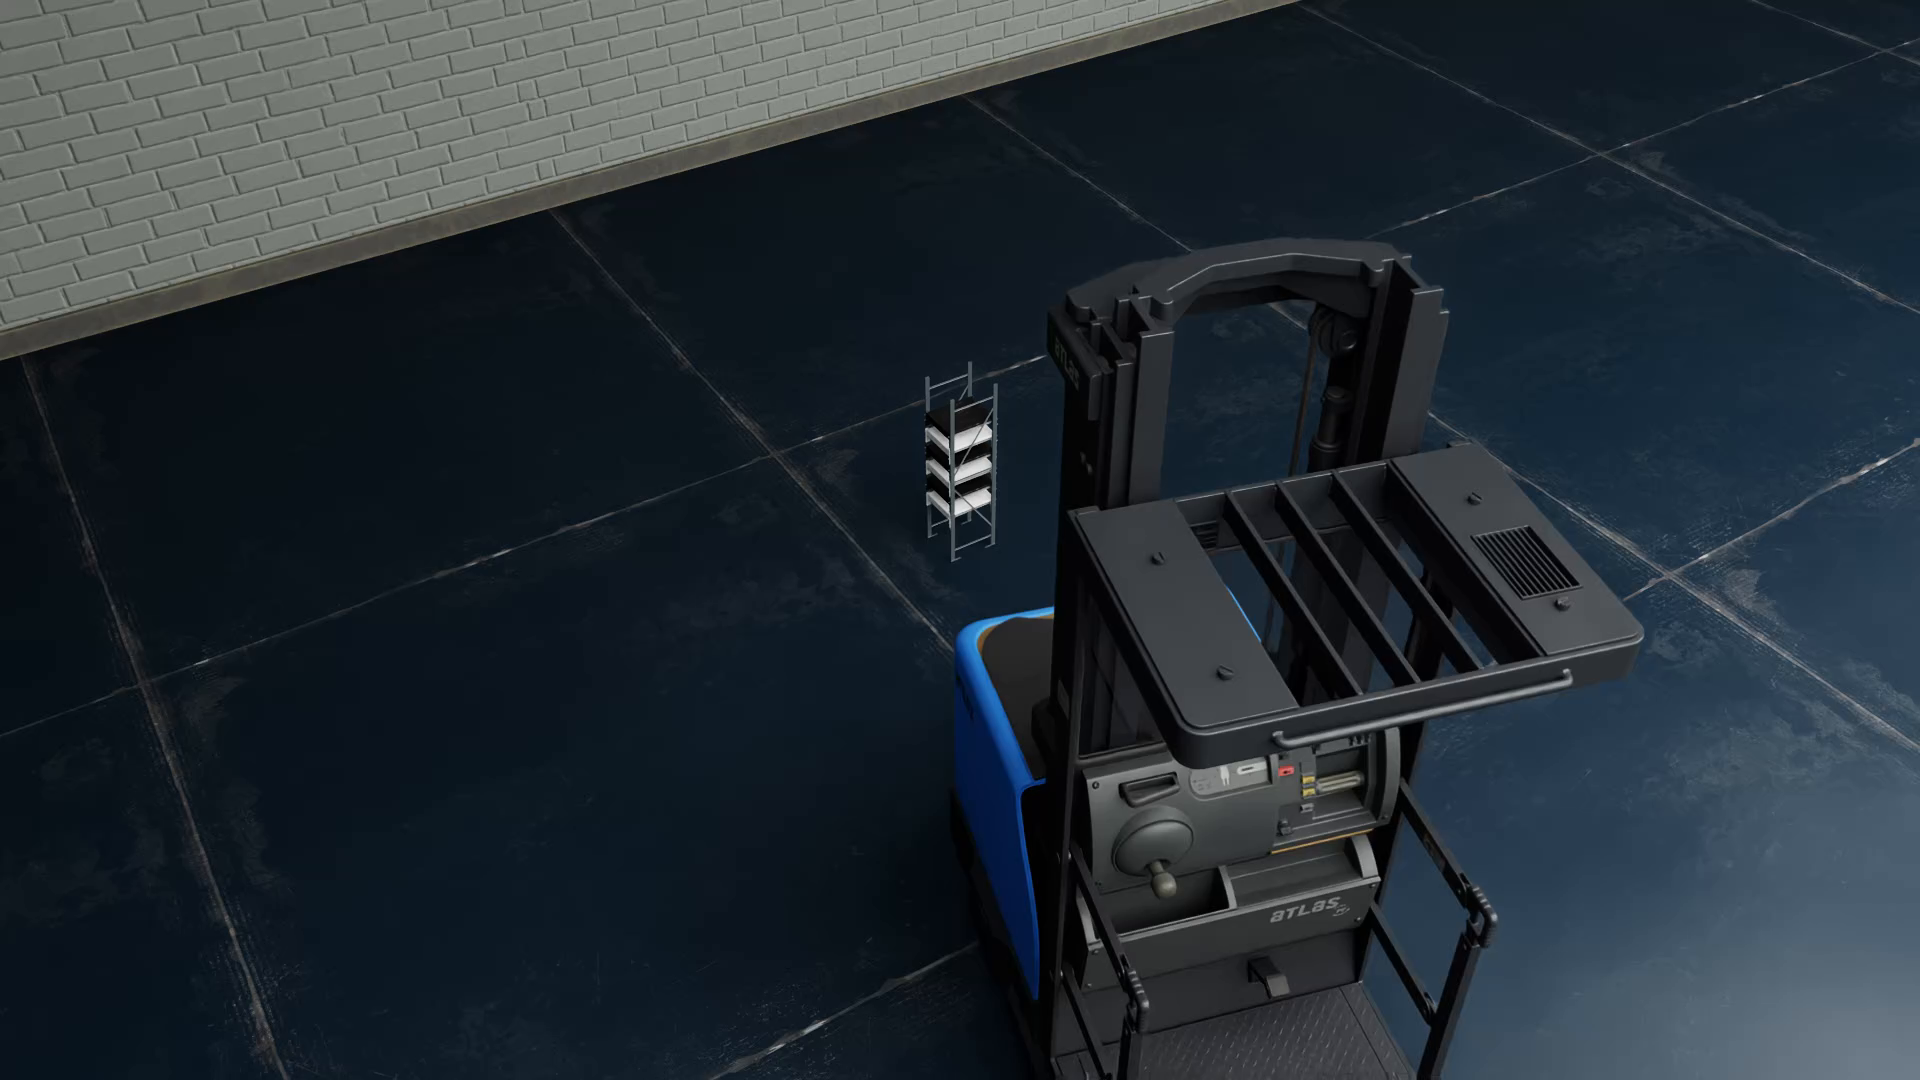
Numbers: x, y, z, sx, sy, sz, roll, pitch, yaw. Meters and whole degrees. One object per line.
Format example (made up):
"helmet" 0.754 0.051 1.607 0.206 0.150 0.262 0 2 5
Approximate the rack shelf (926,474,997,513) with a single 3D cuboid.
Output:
"rack shelf" 0.004 -0.247 7.536 0.258 0.077 0.200 -22 45 -24

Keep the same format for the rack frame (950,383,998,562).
"rack frame" 0.059 -0.286 7.391 0.240 0.900 0.006 -22 45 -24

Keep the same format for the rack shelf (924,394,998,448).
"rack shelf" 0.004 -0.523 7.305 0.258 0.077 0.200 -22 45 -24

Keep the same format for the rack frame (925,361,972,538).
"rack frame" -0.050 -0.396 7.523 0.240 0.900 0.006 -22 45 -24

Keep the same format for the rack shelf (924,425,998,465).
"rack shelf" 0.004 -0.454 7.363 0.258 0.077 0.200 -22 45 -24

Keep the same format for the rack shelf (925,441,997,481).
"rack shelf" 0.004 -0.385 7.420 0.258 0.077 0.200 -22 45 -24

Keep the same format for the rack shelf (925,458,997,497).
"rack shelf" 0.004 -0.316 7.478 0.258 0.077 0.200 -22 45 -24

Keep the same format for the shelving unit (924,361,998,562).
"shelving unit" 0.004 -0.341 7.457 0.258 0.900 0.210 -22 45 -24

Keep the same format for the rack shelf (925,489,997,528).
"rack shelf" 0.004 -0.177 7.593 0.258 0.077 0.200 -22 45 -24

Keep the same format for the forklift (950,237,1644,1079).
"forklift" 0.857 0.813 4.485 1.130 2.935 3.031 -10 41 -12
